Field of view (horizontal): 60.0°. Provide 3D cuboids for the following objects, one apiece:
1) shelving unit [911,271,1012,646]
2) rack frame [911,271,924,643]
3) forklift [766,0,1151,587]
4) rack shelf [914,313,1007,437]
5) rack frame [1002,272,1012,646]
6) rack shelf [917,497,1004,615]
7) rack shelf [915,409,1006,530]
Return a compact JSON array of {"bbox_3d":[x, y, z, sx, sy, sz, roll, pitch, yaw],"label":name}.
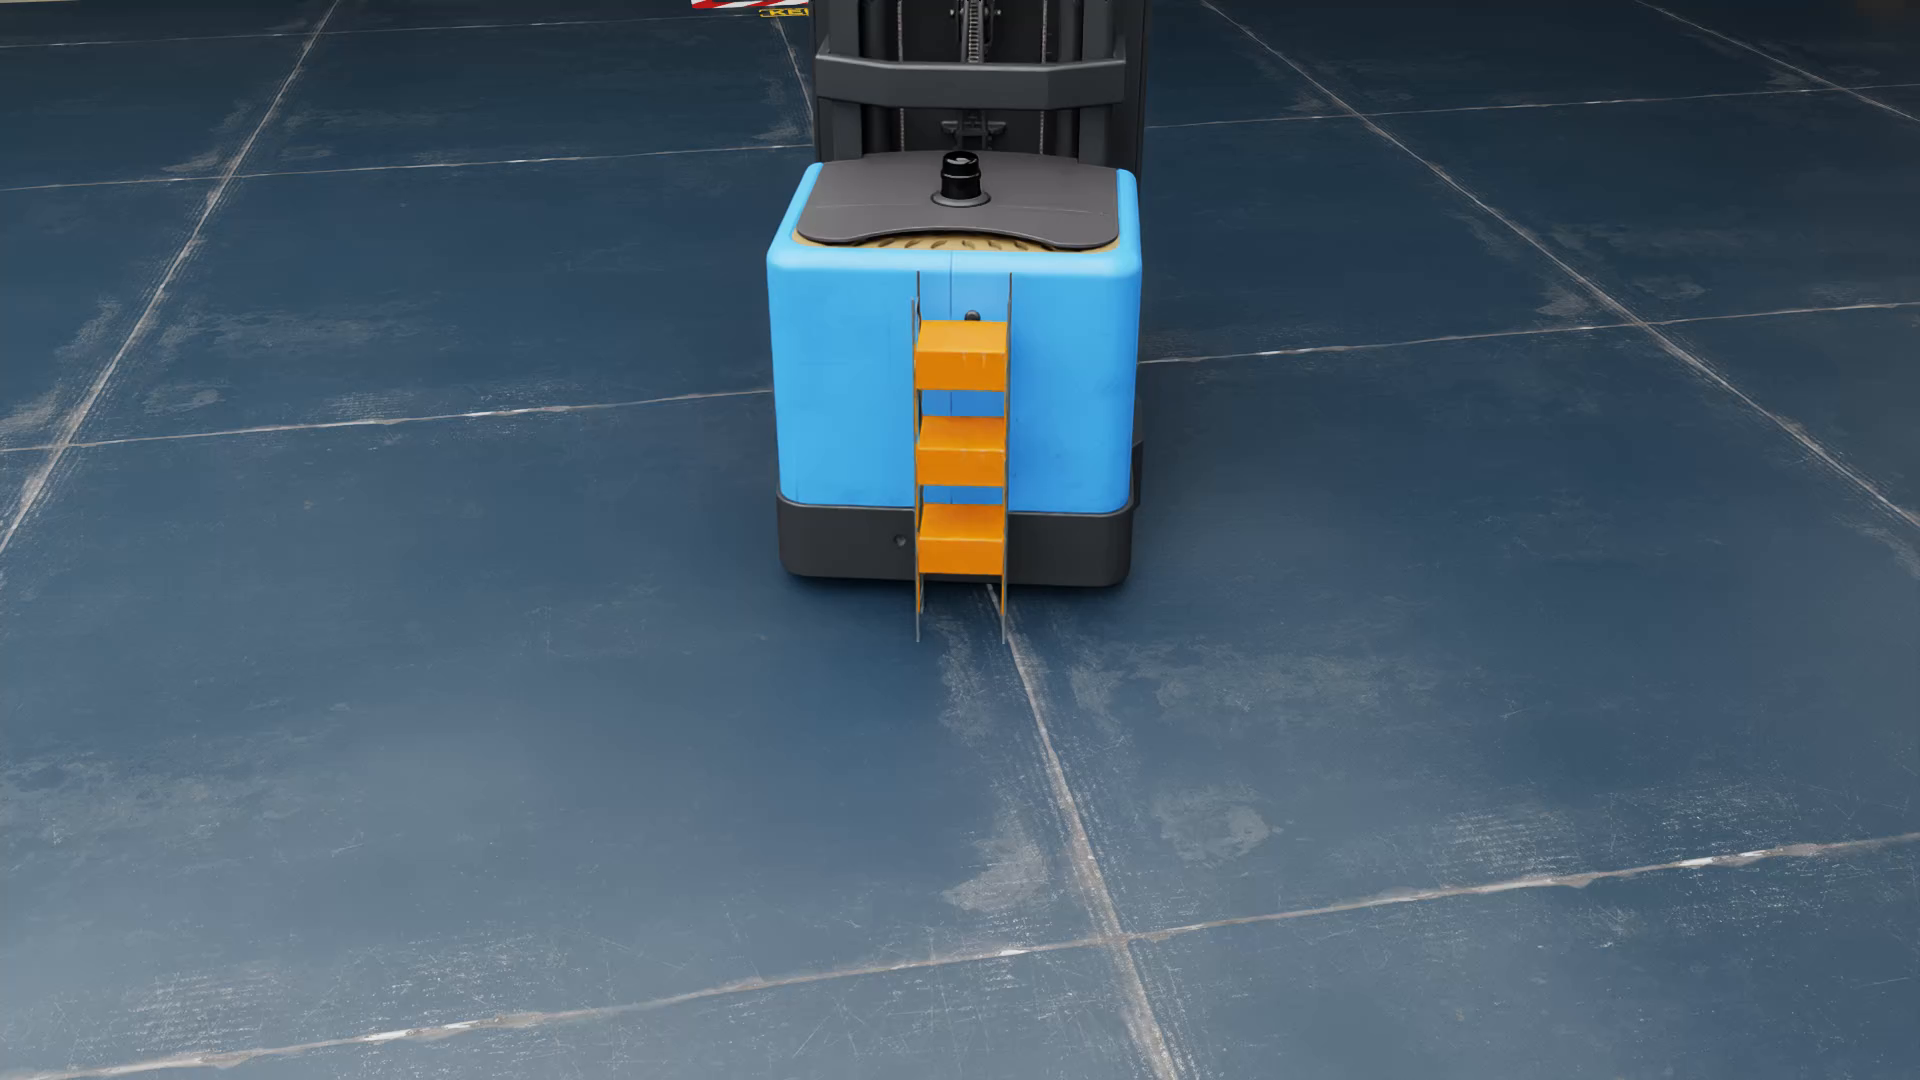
[{"bbox_3d":[0.007,-0.204,4.562,0.252,1.050,0.215,2,30,3],"label":"shelving unit"},{"bbox_3d":[-0.115,-0.208,4.568,0.008,1.050,0.200,2,30,3],"label":"rack frame"},{"bbox_3d":[0.078,-1.844,5.494,1.130,2.935,3.031,2,31,3],"label":"forklift"},{"bbox_3d":[0.007,-0.440,4.424,0.240,0.259,0.215,2,30,3],"label":"rack shelf"},{"bbox_3d":[0.129,-0.201,4.556,0.008,1.050,0.200,2,30,3],"label":"rack frame"},{"bbox_3d":[0.007,0.044,4.708,0.240,0.259,0.215,2,30,3],"label":"rack shelf"},{"bbox_3d":[0.007,-0.195,4.567,0.240,0.259,0.215,2,30,3],"label":"rack shelf"}]
